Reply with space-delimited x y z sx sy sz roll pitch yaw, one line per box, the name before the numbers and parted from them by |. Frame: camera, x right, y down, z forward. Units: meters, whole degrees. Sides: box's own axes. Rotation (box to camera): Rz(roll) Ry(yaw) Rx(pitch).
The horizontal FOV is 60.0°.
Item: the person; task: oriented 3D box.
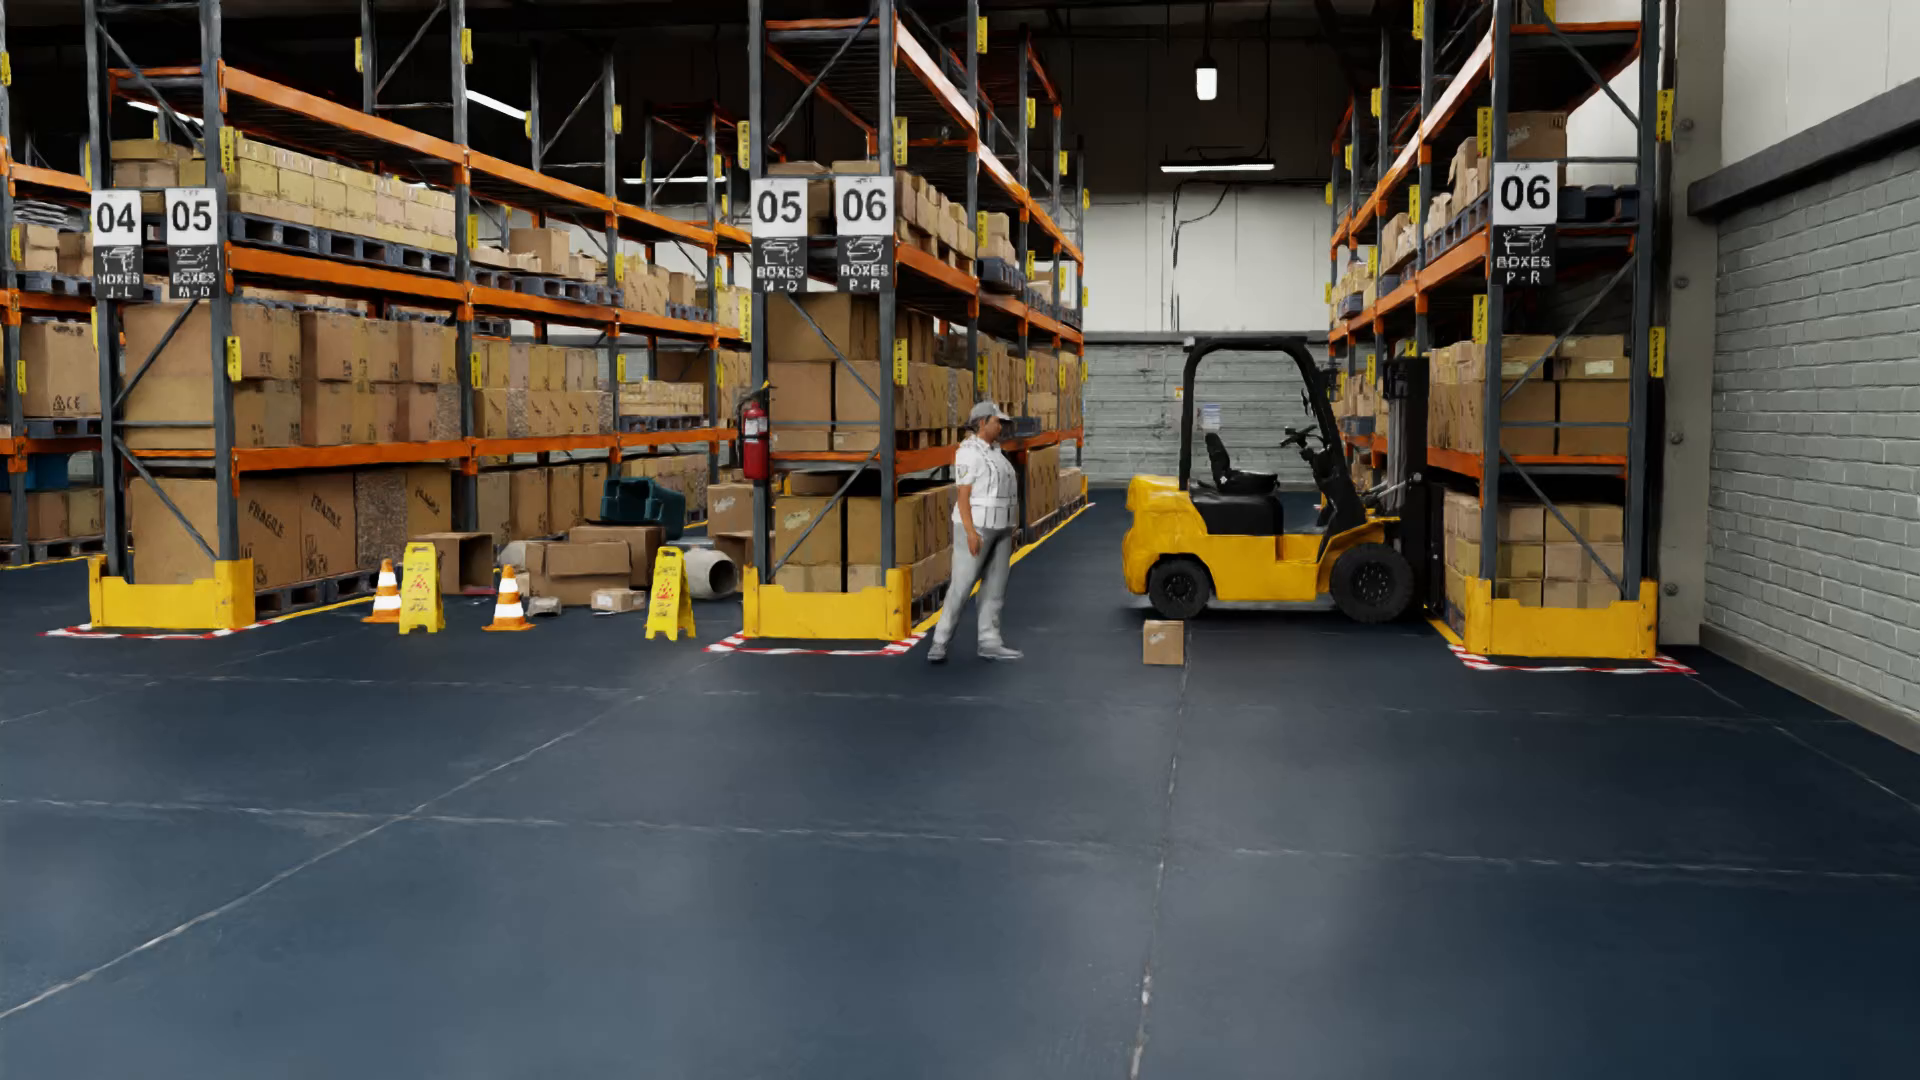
person | 0.109 -0.059 10.688 0.510 1.663 0.657 3 5 32
